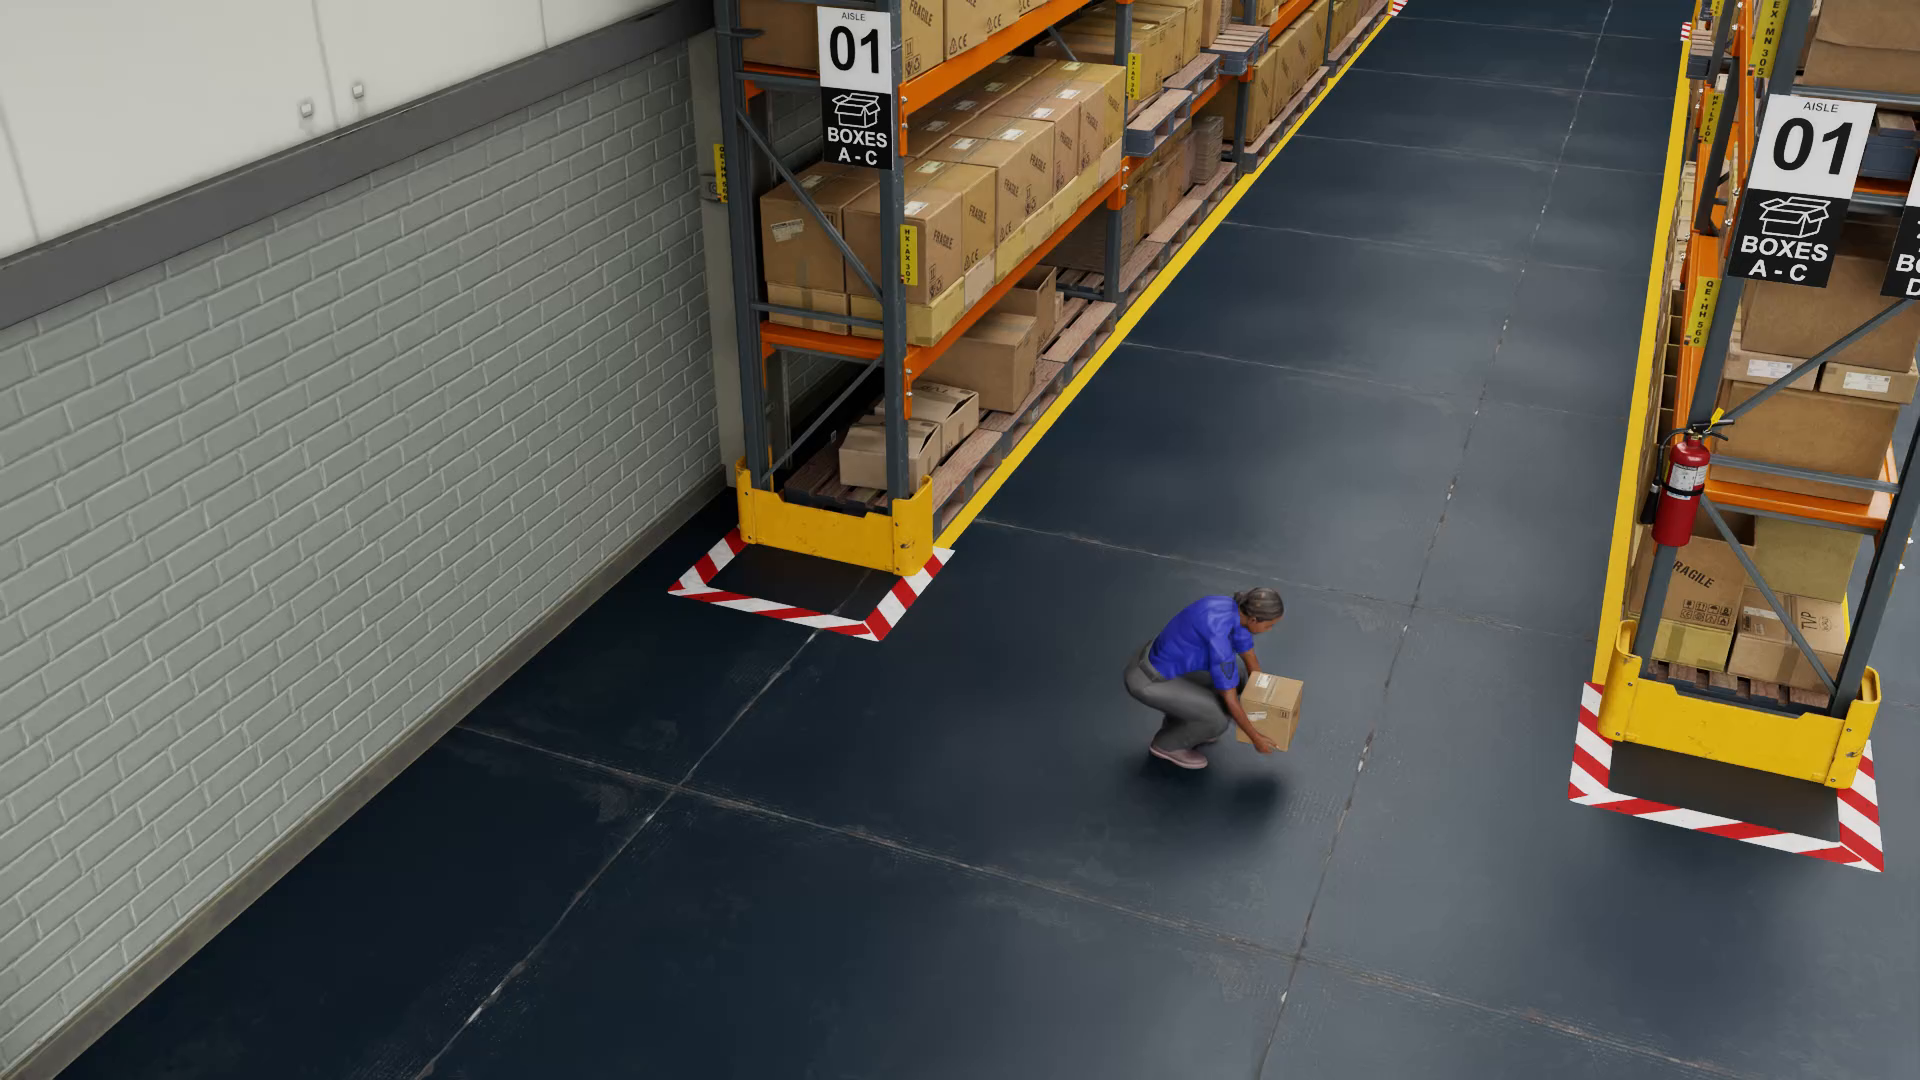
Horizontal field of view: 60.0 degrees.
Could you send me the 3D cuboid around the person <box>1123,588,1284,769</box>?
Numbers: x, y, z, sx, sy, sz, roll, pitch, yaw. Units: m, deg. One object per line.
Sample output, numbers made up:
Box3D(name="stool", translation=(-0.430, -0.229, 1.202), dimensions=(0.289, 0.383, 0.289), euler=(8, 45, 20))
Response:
Box3D(name="person", translation=(1.200, 0.632, 8.016), dimensions=(0.801, 0.957, 0.459), euler=(11, 32, 18))
